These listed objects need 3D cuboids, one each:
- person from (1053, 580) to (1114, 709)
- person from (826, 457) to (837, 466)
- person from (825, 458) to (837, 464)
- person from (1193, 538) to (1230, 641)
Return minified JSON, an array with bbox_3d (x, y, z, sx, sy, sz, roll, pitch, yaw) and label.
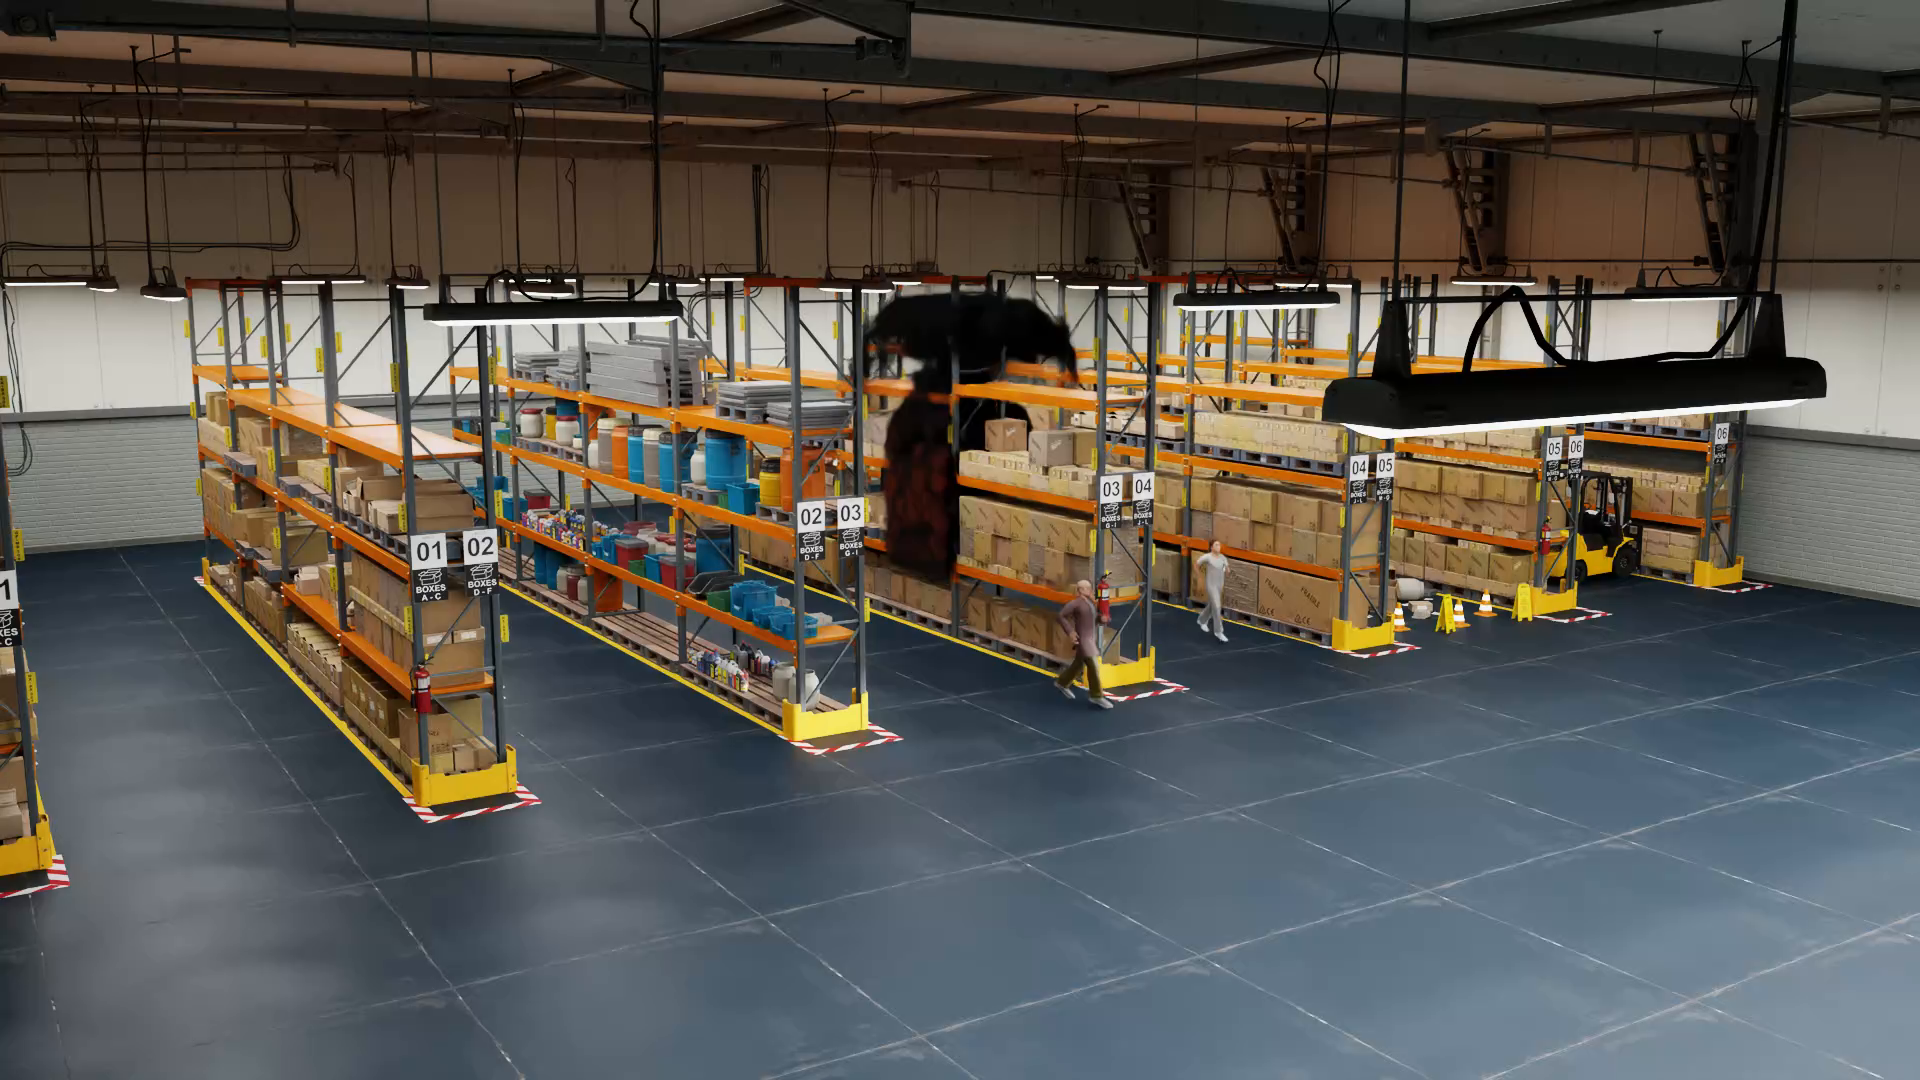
[{"bbox_3d":[1.777,1.460,23.808,0.997,1.797,0.689,5,11,27],"label":"person"},{"bbox_3d":[-3.140,-1.203,39.808,0.782,1.740,1.045,-5,11,-29],"label":"person"},{"bbox_3d":[-3.154,-1.441,41.439,0.736,1.735,0.602,9,13,41],"label":"person"},{"bbox_3d":[4.283,0.798,28.069,0.554,1.681,0.908,-6,11,-32],"label":"person"}]
